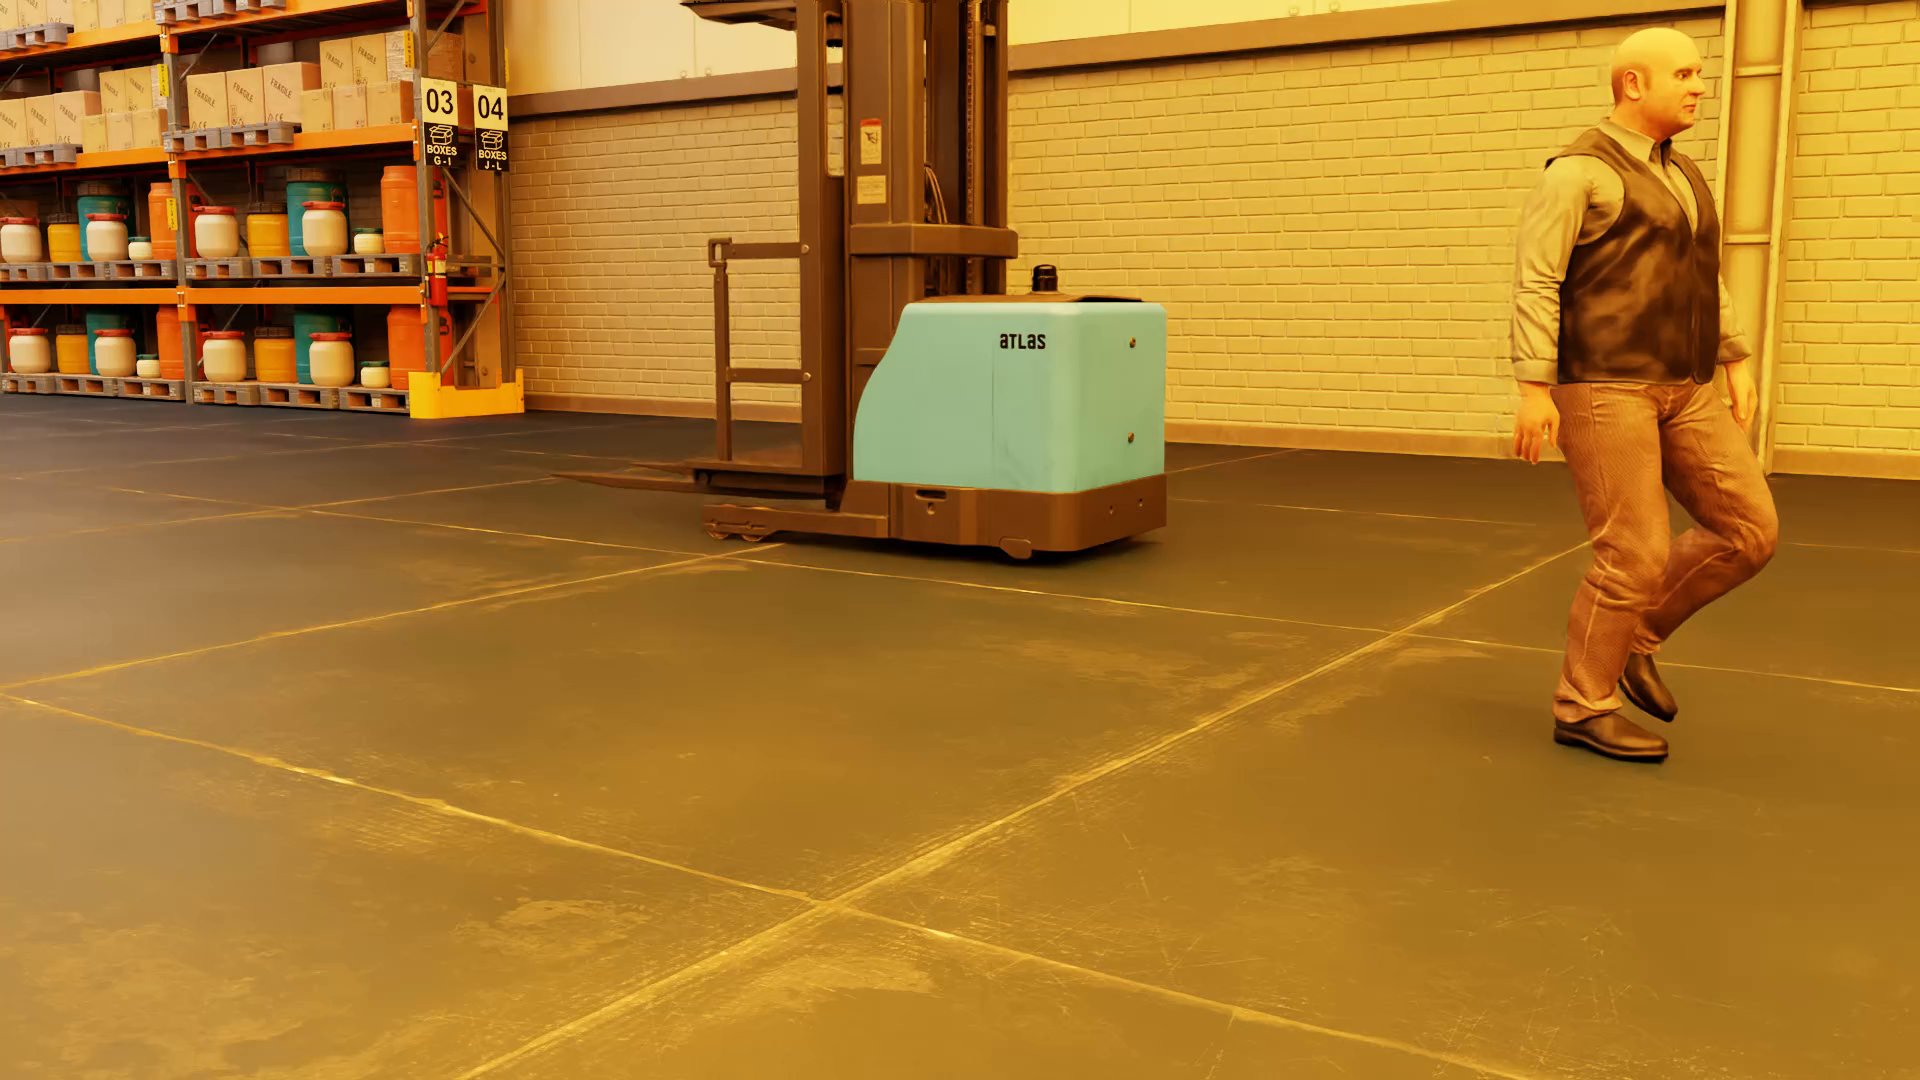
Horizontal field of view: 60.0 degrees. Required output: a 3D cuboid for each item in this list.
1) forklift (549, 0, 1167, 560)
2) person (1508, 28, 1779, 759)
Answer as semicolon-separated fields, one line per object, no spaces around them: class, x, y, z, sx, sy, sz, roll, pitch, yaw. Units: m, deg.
forklift;-0.596;-1.497;7.723;3.031;2.935;1.130;5;9;30
person;1.644;-0.340;3.950;0.681;1.702;0.460;-6;10;-36
